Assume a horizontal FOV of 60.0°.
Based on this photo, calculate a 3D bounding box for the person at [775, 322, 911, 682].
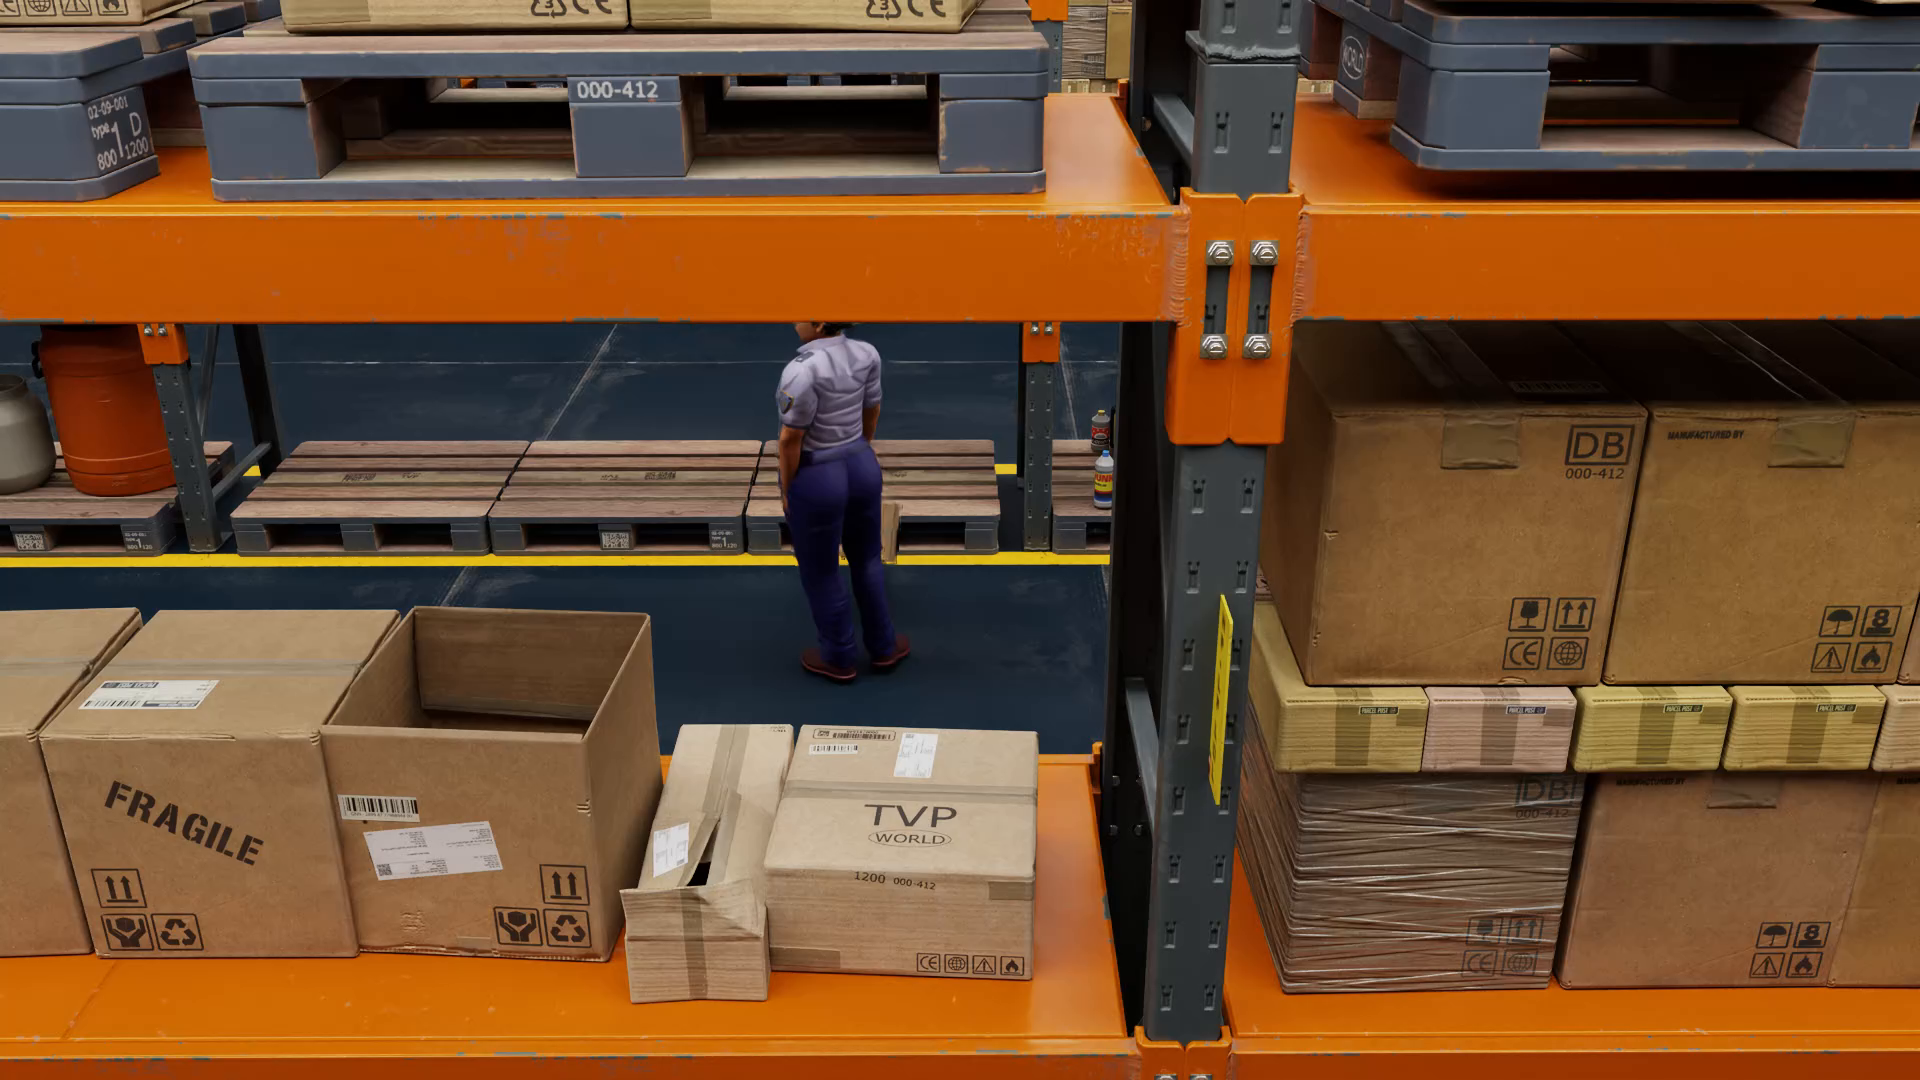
[{"bbox_3d":[-0.474,-0.227,6.608,0.614,1.643,0.369,-20,31,-37],"label":"person"}]
